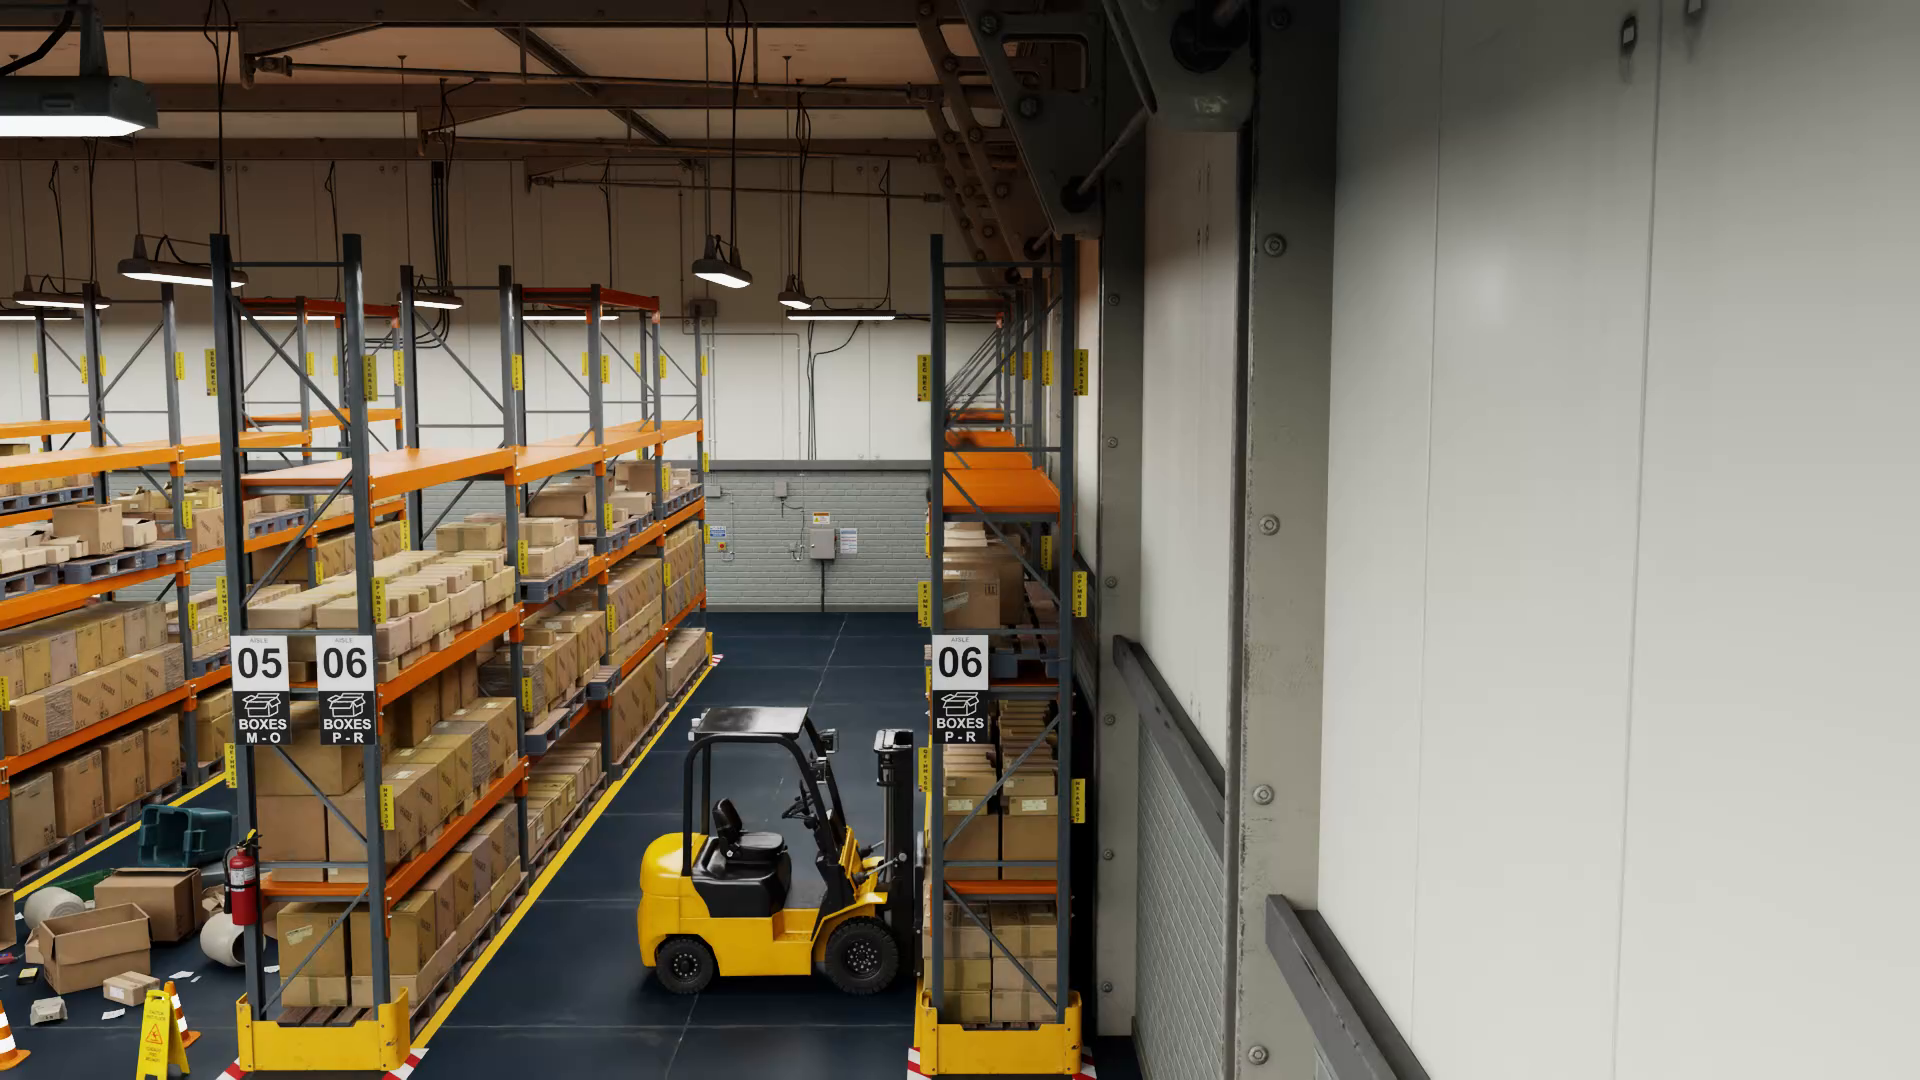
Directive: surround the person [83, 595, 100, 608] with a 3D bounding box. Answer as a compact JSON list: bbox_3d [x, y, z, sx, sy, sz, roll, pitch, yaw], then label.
[{"bbox_3d":[-12.812,1.595,24.503,0.675,1.731,0.667,-1,6,-11],"label":"person"}]
